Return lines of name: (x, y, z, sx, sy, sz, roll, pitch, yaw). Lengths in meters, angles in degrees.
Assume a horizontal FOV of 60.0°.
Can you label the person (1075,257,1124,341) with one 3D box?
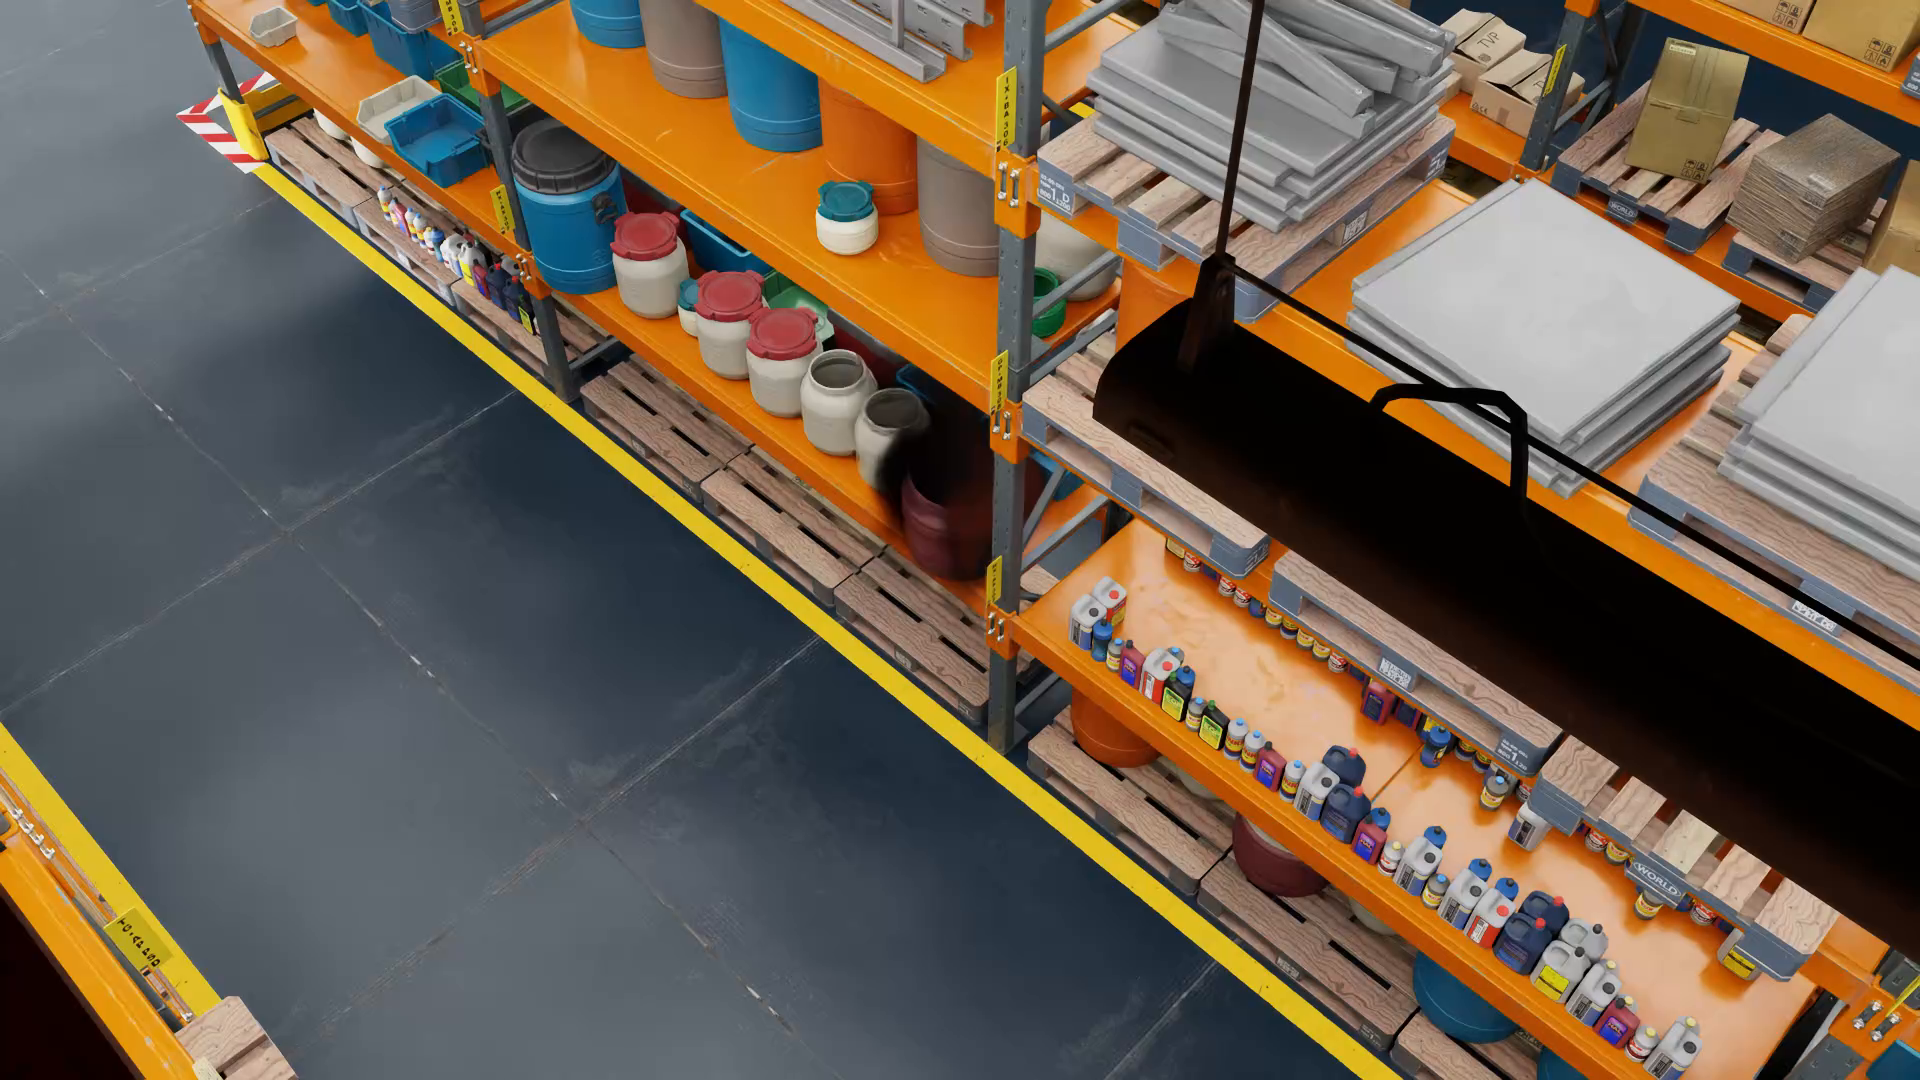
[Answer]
person: (0.928, -1.011, 10.103, 0.512, 1.811, 0.609, -10, 51, -8)
